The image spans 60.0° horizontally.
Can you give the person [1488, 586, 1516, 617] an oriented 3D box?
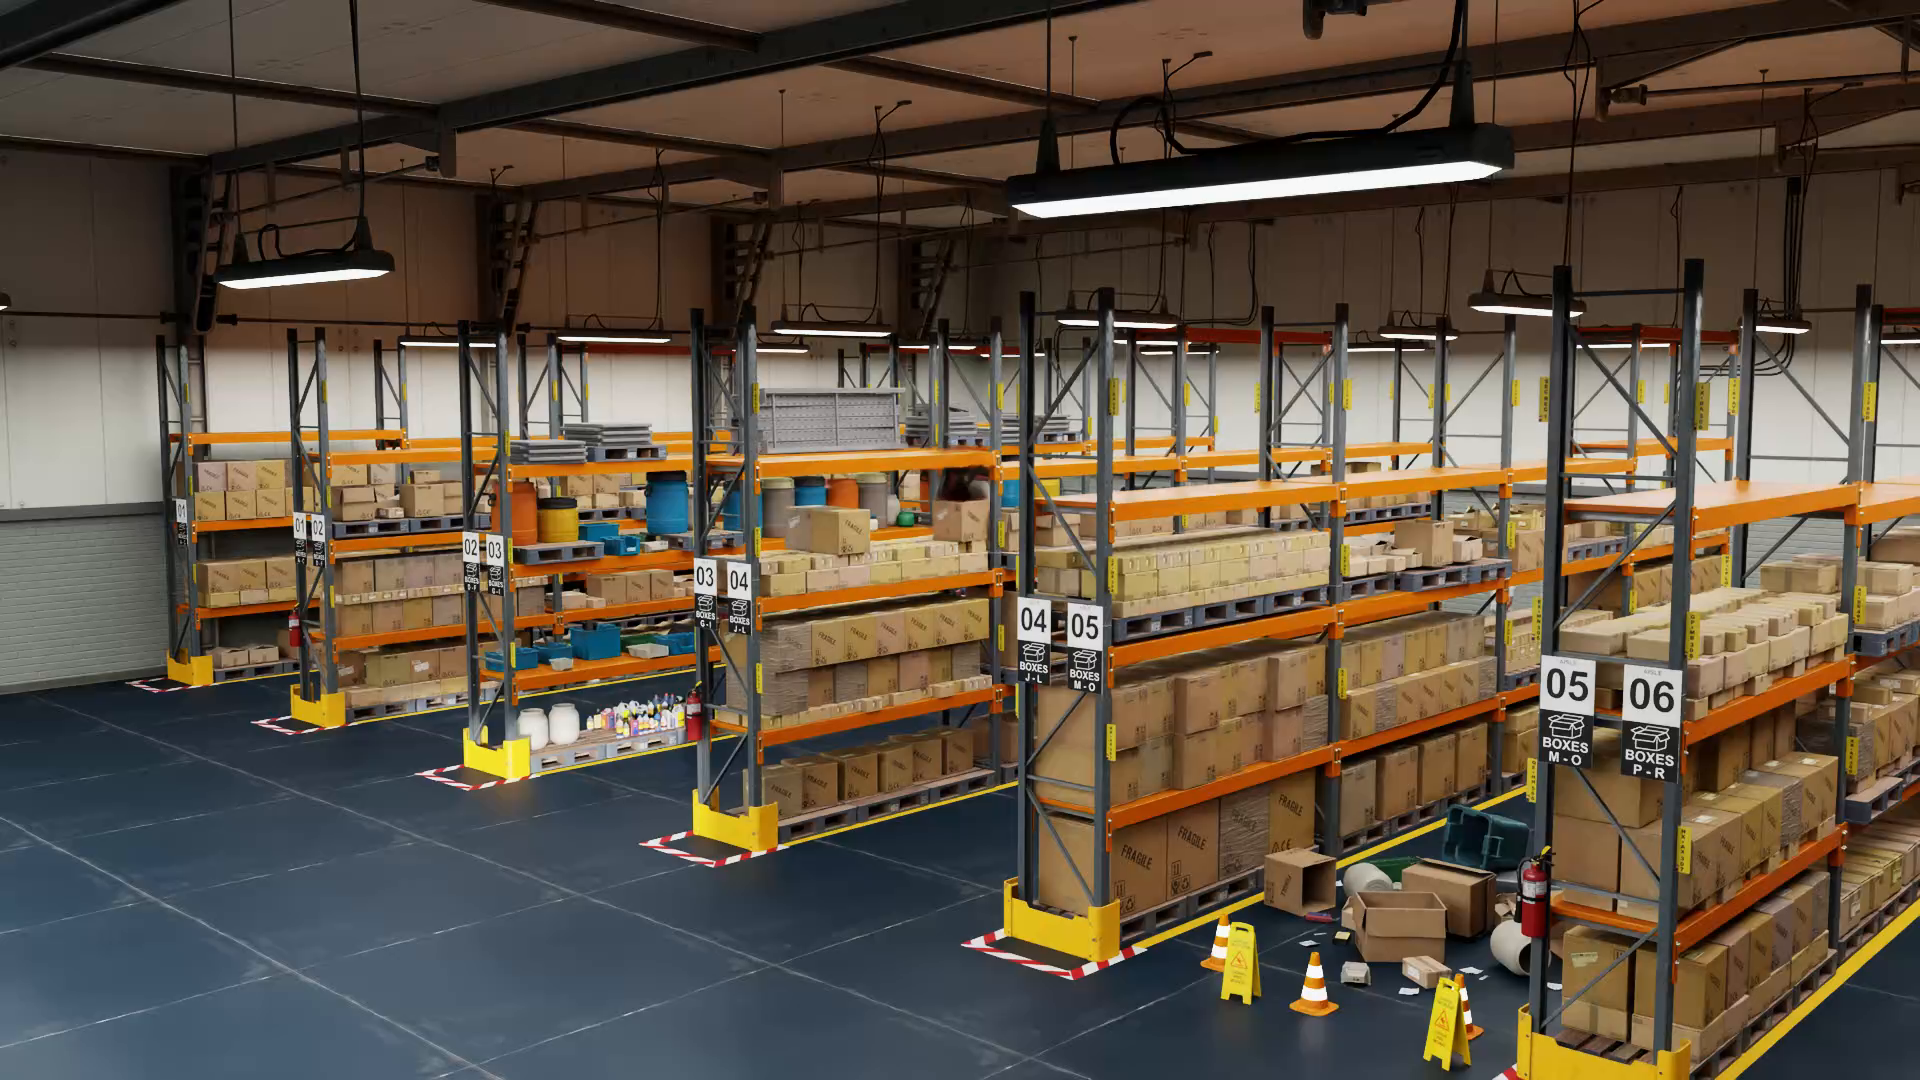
[{"bbox_3d":[10.006,1.338,31.196,0.964,1.735,0.612,-1,5,-12],"label":"person"}]
